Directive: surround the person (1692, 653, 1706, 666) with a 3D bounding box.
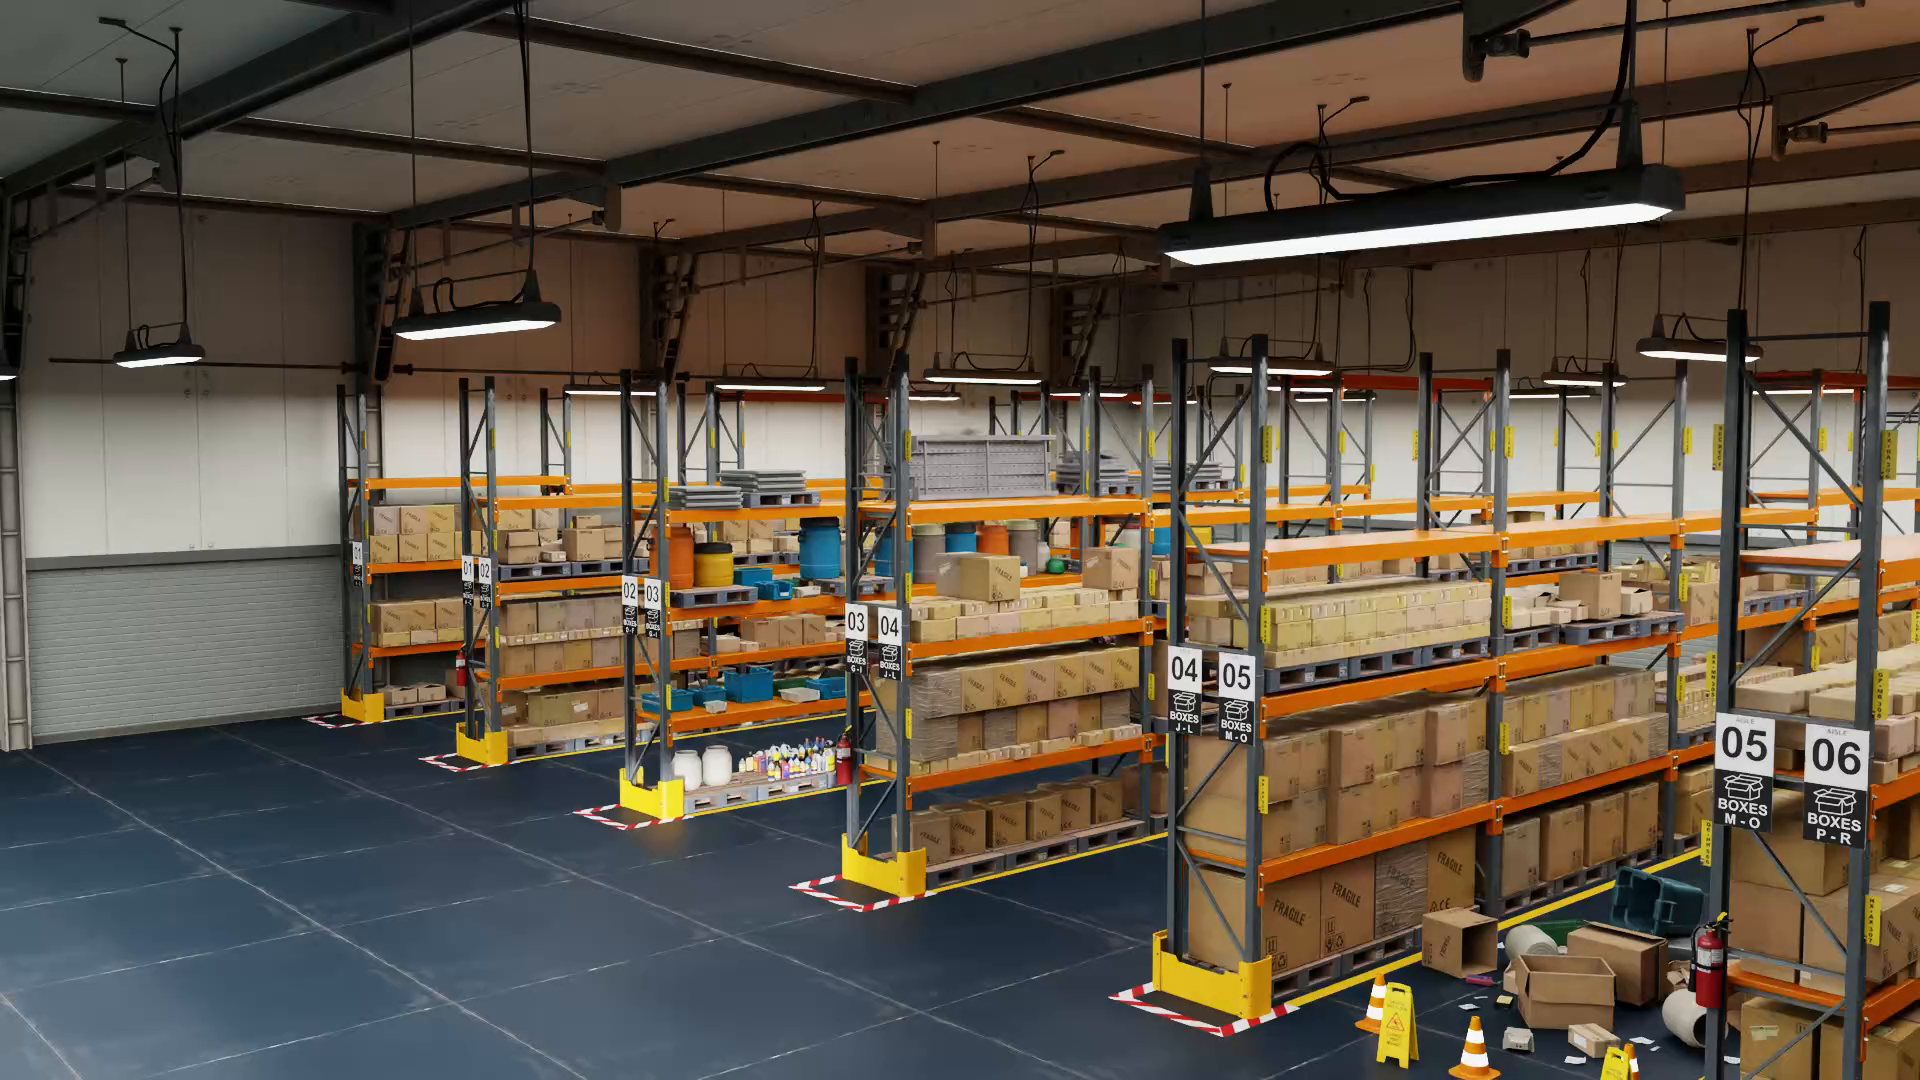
[{"bbox_3d":[11.402,2.608,25.609,0.829,1.735,0.739,-2,5,-34],"label":"person"}]

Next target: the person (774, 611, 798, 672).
[{"bbox_3d":[-3.341,2.215,32.273,0.664,1.680,0.578,3,5,39],"label":"person"}]
